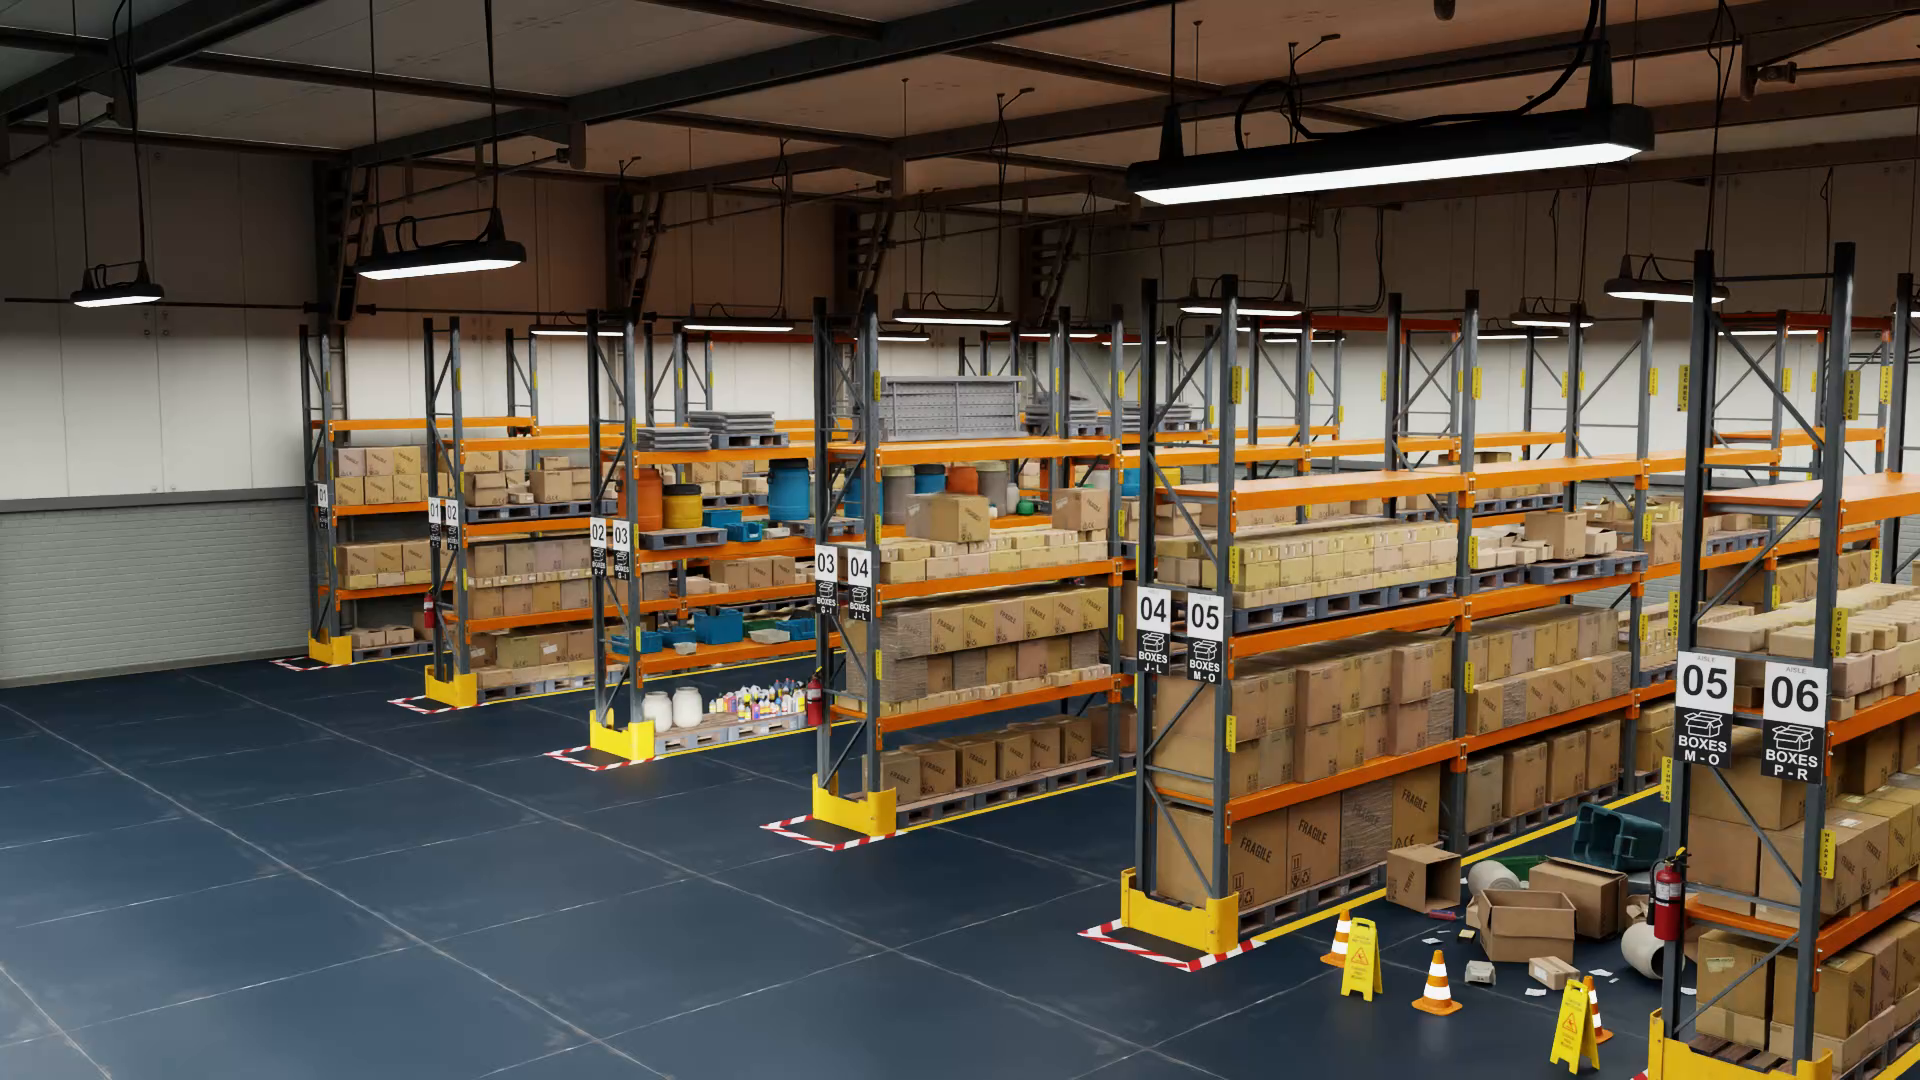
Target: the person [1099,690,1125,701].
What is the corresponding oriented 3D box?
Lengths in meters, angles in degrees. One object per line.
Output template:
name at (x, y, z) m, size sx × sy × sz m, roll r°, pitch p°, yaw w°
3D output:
person at (2.266, 1.864, 25.011) m, size 0.743 × 1.571 × 0.571 m, roll -3°, pitch 7°, yaw -30°
